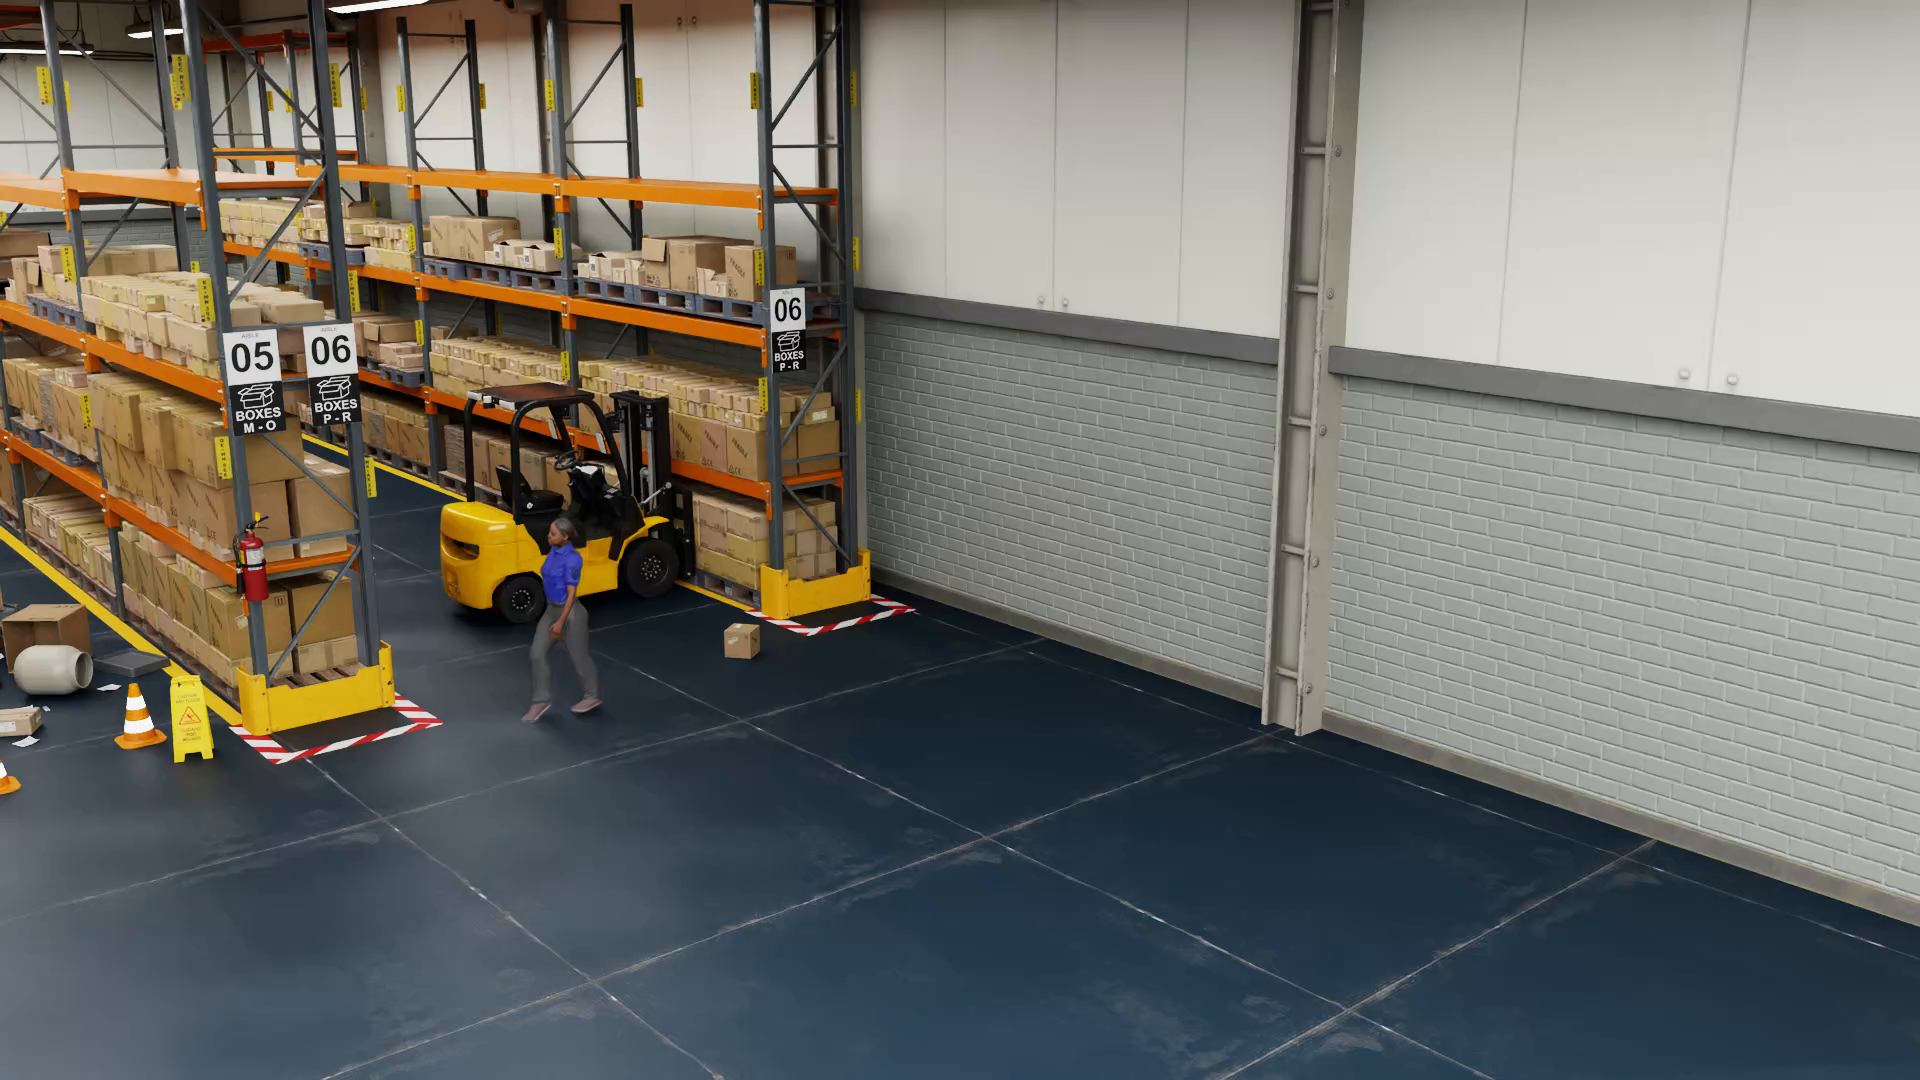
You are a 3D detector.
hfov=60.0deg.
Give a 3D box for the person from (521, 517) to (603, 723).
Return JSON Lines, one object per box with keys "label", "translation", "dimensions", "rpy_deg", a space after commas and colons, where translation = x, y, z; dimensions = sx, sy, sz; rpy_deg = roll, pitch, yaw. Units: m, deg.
{"label": "person", "translation": [-3.242, 0.656, 13.459], "dimensions": [0.657, 1.699, 0.448], "rpy_deg": [-14, 20, -43]}
